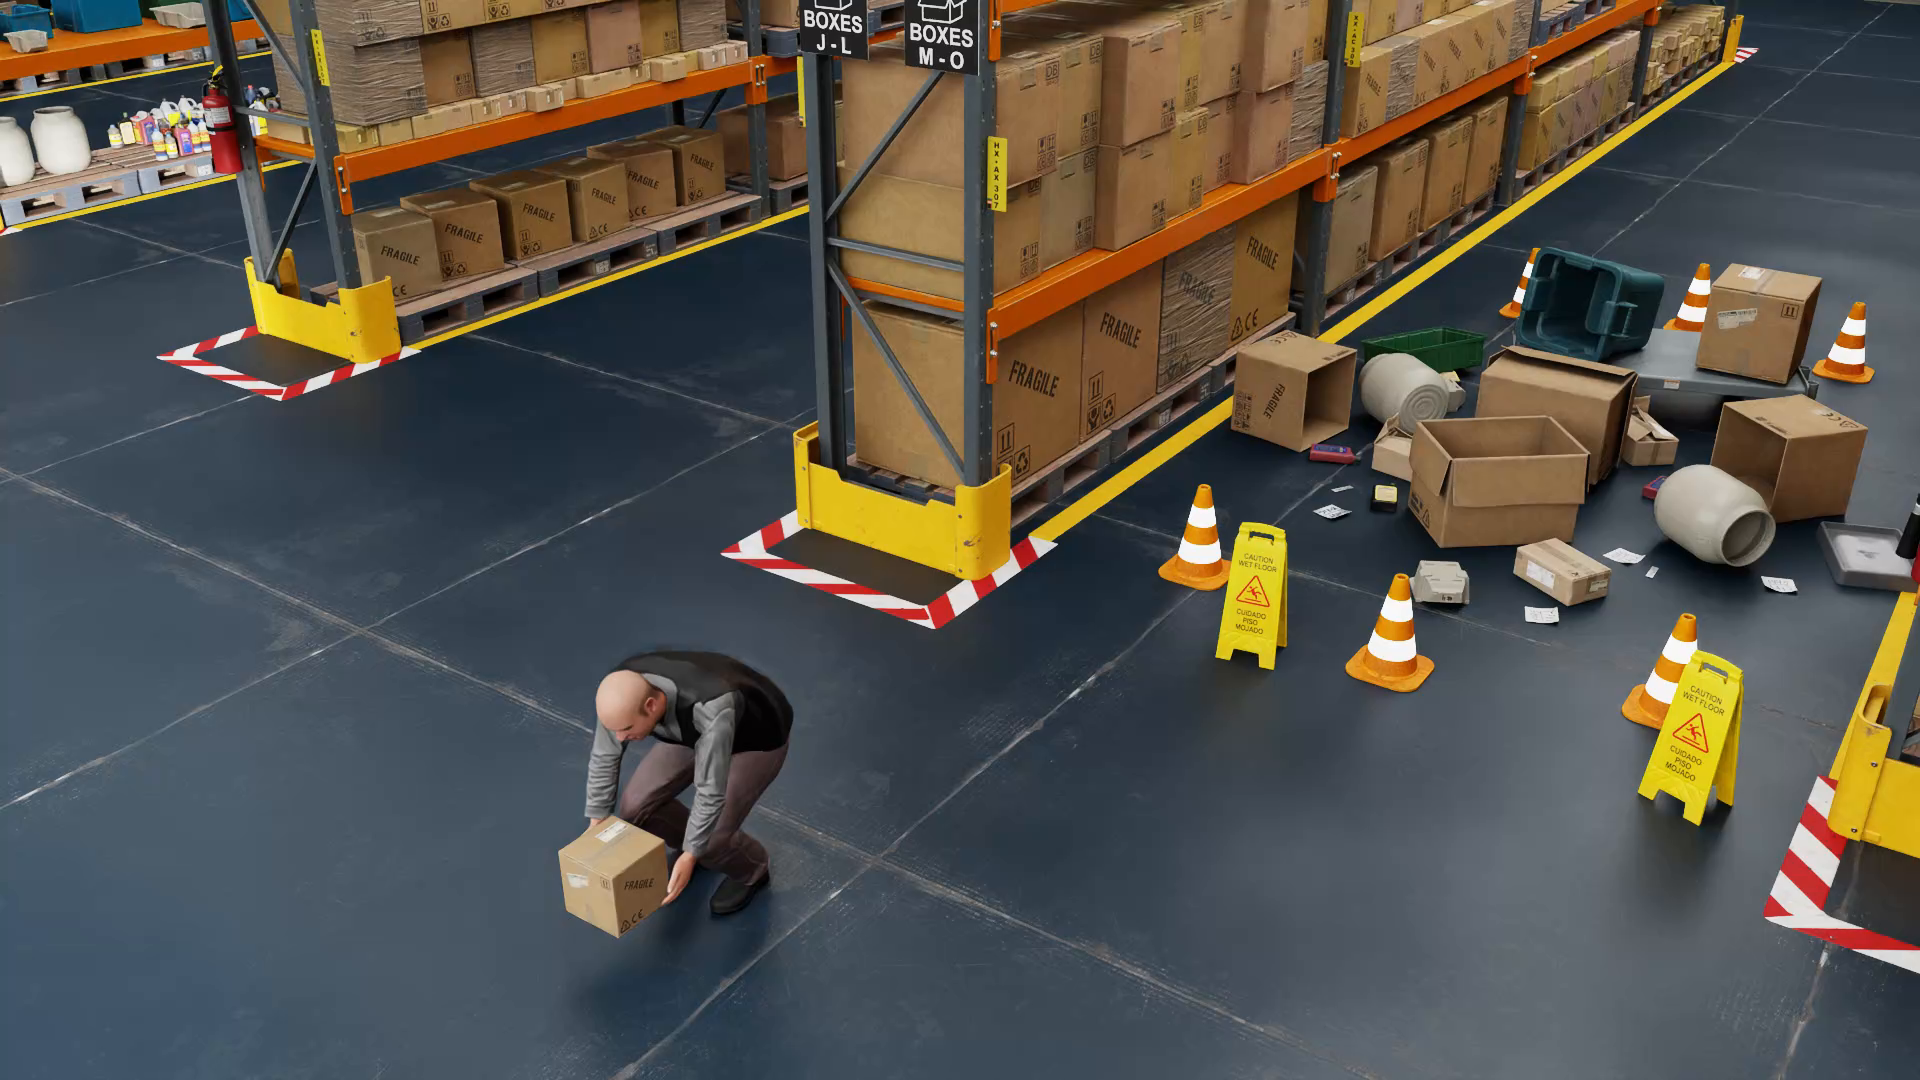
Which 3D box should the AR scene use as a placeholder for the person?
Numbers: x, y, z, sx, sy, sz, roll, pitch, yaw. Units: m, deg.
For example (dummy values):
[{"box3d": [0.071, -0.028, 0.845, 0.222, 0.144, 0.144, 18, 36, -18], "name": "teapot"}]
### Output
[{"box3d": [-0.913, 0.795, 5.758, 0.561, 1.104, 0.824, 17, 31, 30], "name": "person"}]
